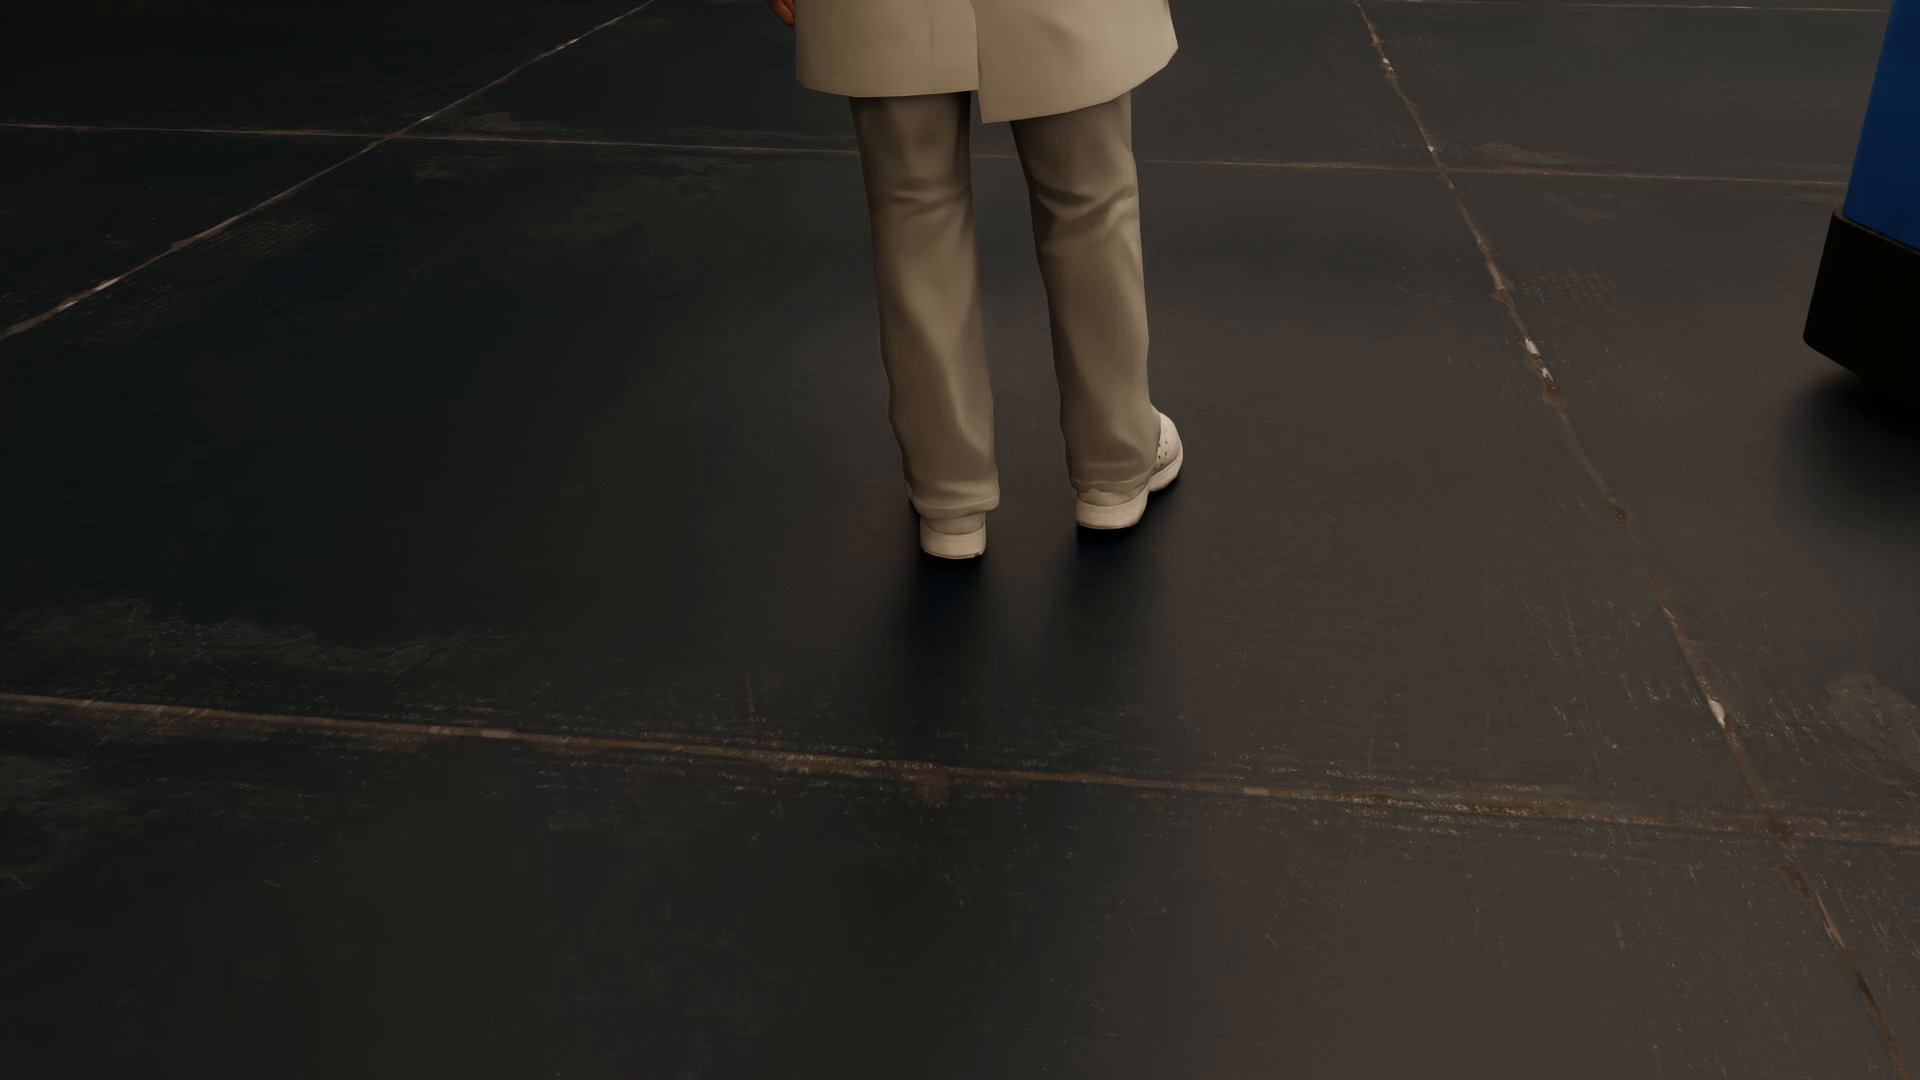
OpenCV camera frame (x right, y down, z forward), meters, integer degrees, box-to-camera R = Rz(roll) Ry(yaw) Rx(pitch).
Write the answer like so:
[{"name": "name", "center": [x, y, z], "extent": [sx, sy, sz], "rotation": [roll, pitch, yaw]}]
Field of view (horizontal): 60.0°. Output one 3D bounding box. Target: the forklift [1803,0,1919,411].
[{"name": "forklift", "center": [3.113, -1.497, 2.218], "extent": [3.031, 2.935, 1.130], "rotation": [-3, 27, -7]}]

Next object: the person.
[{"name": "person", "center": [0.016, -0.843, 2.180], "extent": [0.698, 1.778, 0.578], "rotation": [3, 27, 7]}]
